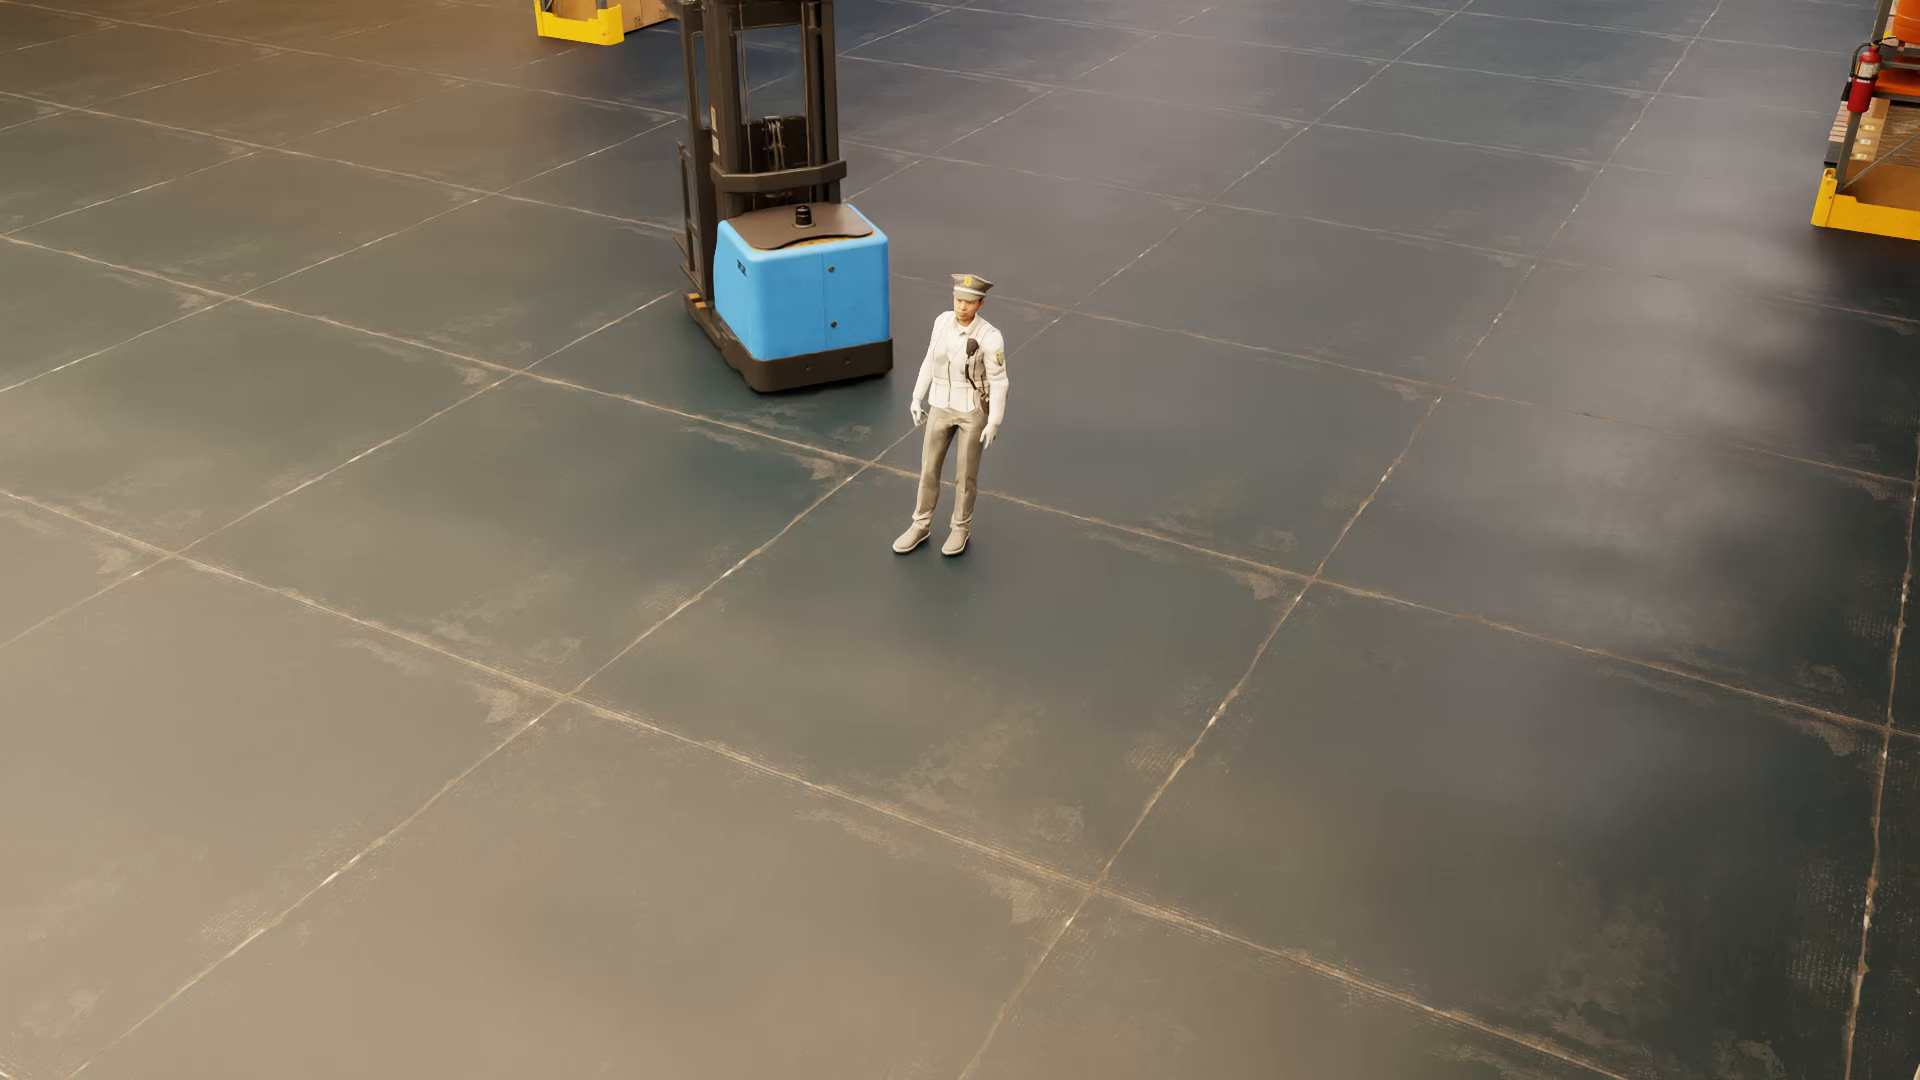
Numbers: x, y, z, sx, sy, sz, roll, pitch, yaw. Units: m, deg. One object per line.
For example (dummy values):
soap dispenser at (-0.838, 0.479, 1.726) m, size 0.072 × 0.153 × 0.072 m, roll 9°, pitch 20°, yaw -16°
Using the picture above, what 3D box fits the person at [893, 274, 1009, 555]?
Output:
person at (-0.040, -0.712, 9.526) m, size 0.586 × 1.694 × 0.530 m, roll 15°, pitch 33°, yaw 25°

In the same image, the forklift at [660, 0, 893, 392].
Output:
forklift at (-1.522, -3.026, 12.313) m, size 1.130 × 2.935 × 3.031 m, roll -12°, pitch 32°, yaw -20°
